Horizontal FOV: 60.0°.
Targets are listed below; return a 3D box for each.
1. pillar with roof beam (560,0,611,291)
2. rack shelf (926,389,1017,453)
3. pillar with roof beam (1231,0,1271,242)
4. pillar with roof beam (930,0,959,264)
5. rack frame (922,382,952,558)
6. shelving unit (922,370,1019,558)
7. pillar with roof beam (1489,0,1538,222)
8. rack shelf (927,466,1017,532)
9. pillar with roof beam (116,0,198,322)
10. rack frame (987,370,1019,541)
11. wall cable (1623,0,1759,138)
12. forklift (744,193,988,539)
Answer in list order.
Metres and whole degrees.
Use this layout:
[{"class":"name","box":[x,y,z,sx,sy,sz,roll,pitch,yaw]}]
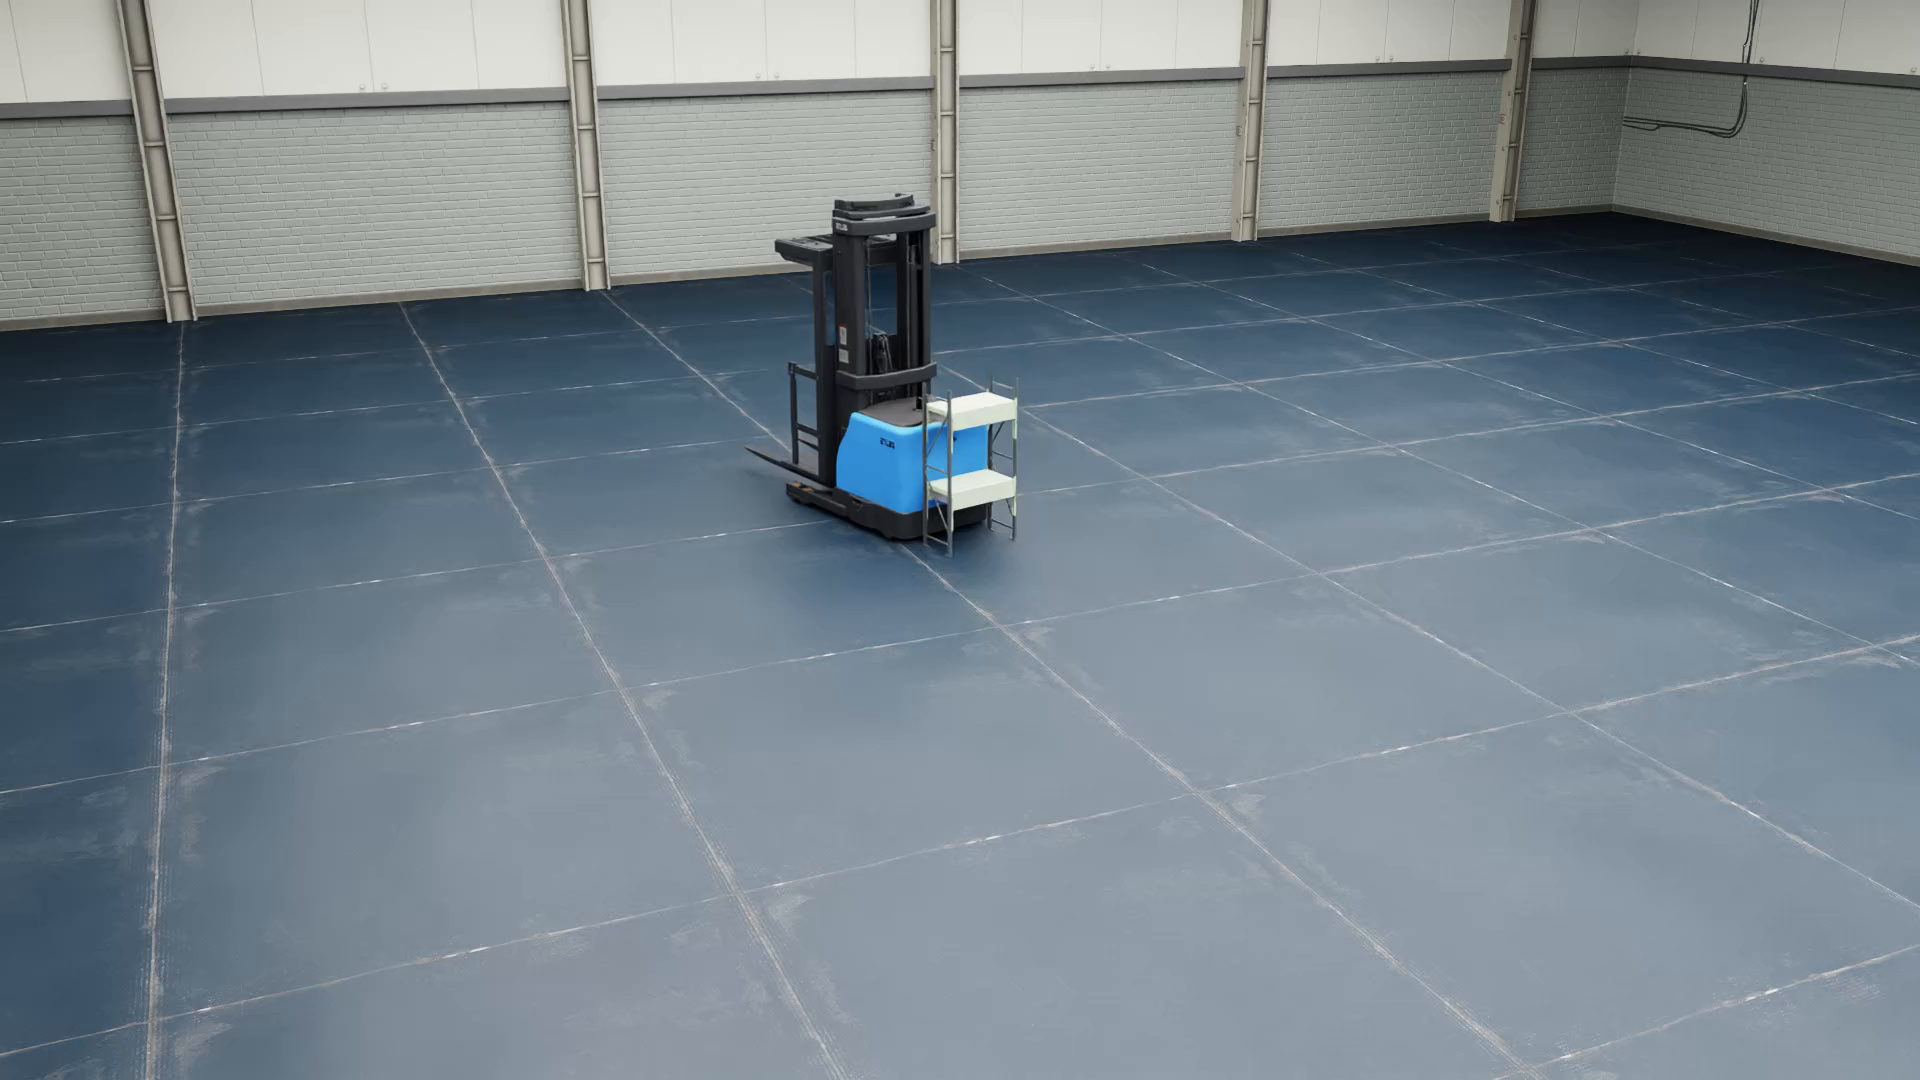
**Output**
[{"class":"pillar with roof beam","box":[-4.056,-6.920,21.125,0.400,9.000,9.100,-8,21,-22]},{"class":"rack shelf","box":[0.091,-1.049,14.569,0.720,0.370,0.431,-14,24,-35]},{"class":"pillar with roof beam","box":[6.963,-8.498,25.608,0.400,9.000,9.100,-8,21,-22]},{"class":"pillar with roof beam","box":[1.453,-7.709,23.367,0.400,9.000,9.100,-8,21,-22]},{"class":"rack frame","box":[-0.200,-0.608,14.489,0.023,1.500,0.400,-14,24,-35]},{"class":"shelving unit","box":[0.091,-0.681,14.699,0.755,1.500,0.431,-14,24,-35]},{"class":"pillar with roof beam","box":[12.472,-9.288,27.850,0.400,9.000,9.100,-8,21,-22]},{"class":"rack shelf","box":[0.091,-0.374,14.807,0.720,0.370,0.431,-14,24,-35]},{"class":"pillar with roof beam","box":[-9.565,-6.130,18.883,0.400,9.000,9.100,-8,21,-22]},{"class":"rack frame","box":[0.381,-0.755,14.909,0.023,1.500,0.400,-14,24,-35]},{"class":"wall cable","box":[13.995,-9.120,32.050,0.112,2.526,3.097,-8,21,-22]},{"class":"forklift","box":[-1.029,-1.810,15.749,1.130,2.935,3.031,-15,24,-36]}]
